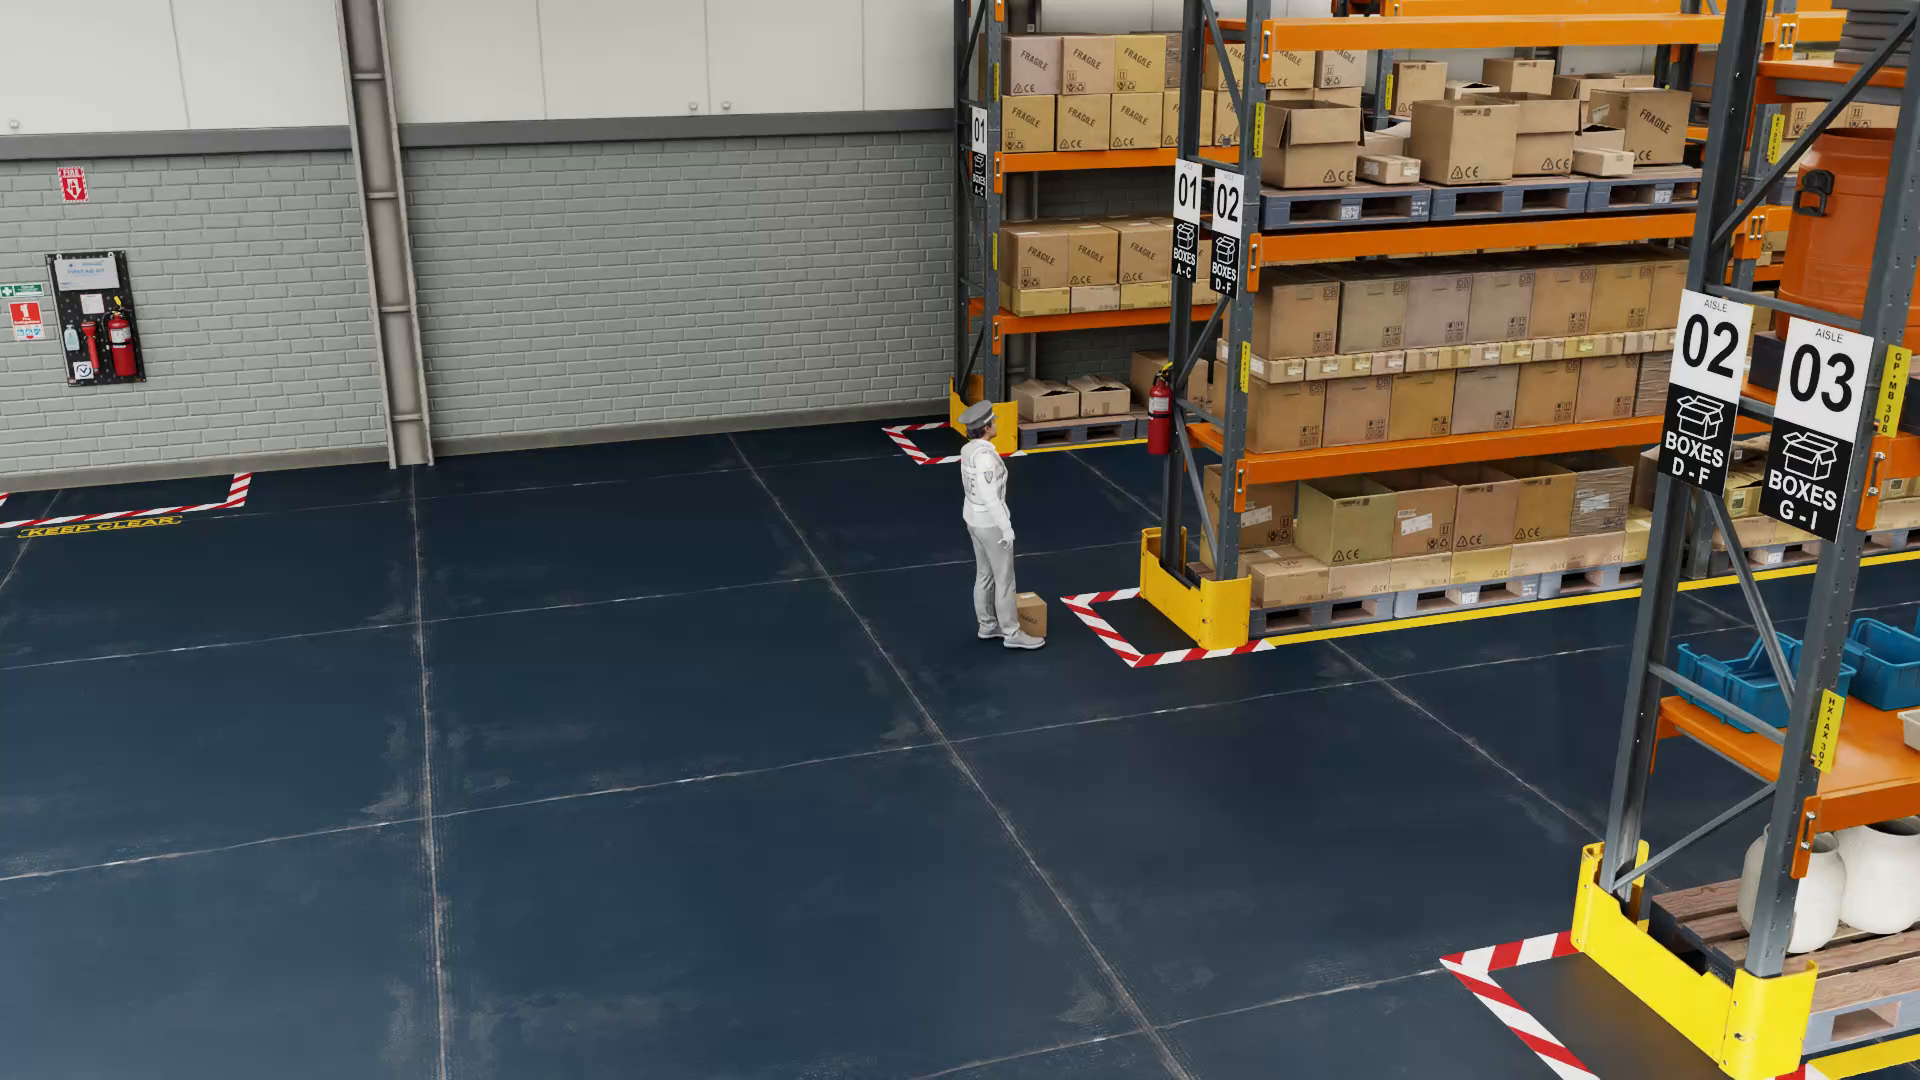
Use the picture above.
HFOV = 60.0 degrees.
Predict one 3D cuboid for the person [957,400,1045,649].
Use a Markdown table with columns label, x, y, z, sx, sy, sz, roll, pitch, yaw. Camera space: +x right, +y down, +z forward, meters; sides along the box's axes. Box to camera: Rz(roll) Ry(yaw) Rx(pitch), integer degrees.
| label | x | y | z | sx | sy | sz | roll | pitch | yaw |
| --- | --- | --- | --- | --- | --- | --- | --- | --- | --- |
| person | 0.259 | -0.123 | 11.340 | 0.529 | 1.694 | 0.587 | -6 | 20 | -17 |
